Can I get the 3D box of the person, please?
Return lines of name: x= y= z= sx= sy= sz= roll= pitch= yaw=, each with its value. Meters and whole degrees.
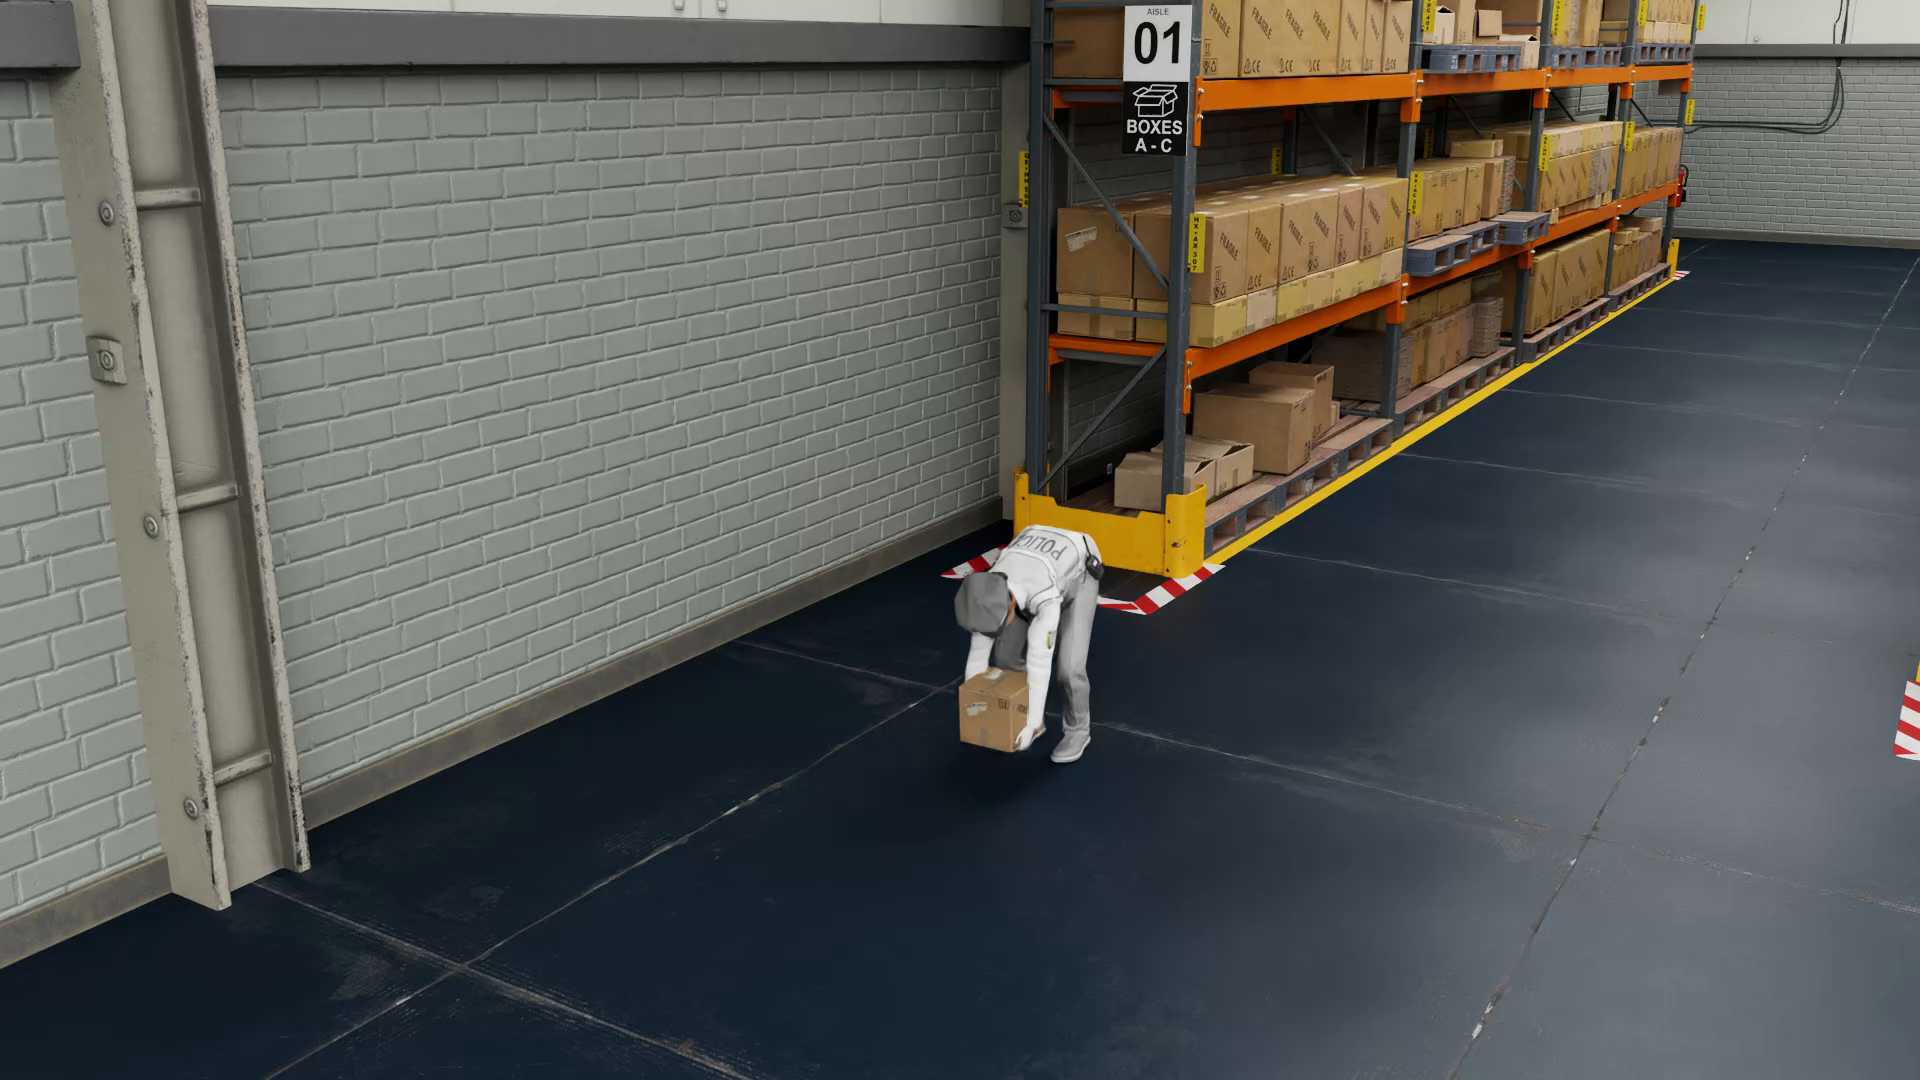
person: x=0.285 y=0.487 z=7.046 sx=0.432 sy=1.005 sz=0.917 roll=9 pitch=19 yaw=28
